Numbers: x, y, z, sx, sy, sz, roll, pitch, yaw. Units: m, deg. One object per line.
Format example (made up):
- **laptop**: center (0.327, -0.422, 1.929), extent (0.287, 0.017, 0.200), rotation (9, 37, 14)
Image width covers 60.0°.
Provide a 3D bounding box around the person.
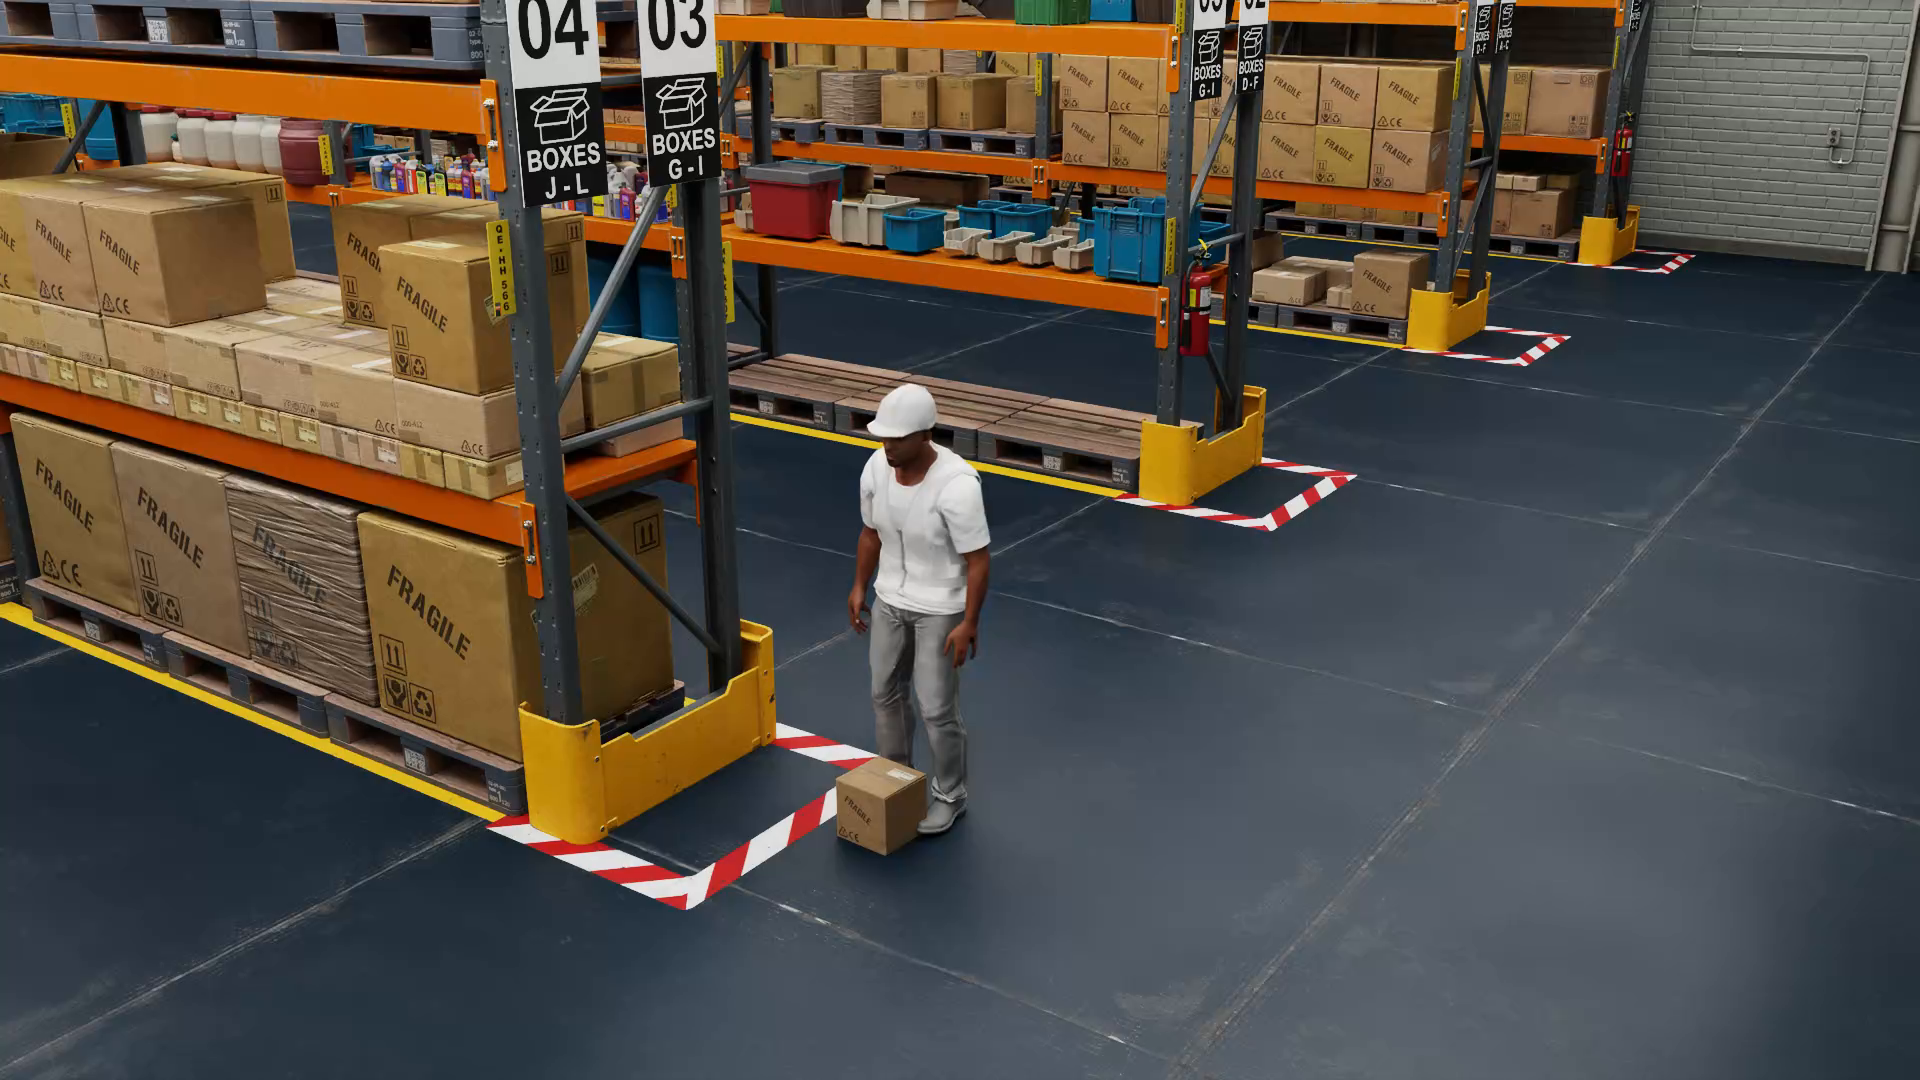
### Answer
- **person**: center (-0.168, 0.251, 6.341), extent (0.627, 1.761, 0.456), rotation (16, 25, 38)
